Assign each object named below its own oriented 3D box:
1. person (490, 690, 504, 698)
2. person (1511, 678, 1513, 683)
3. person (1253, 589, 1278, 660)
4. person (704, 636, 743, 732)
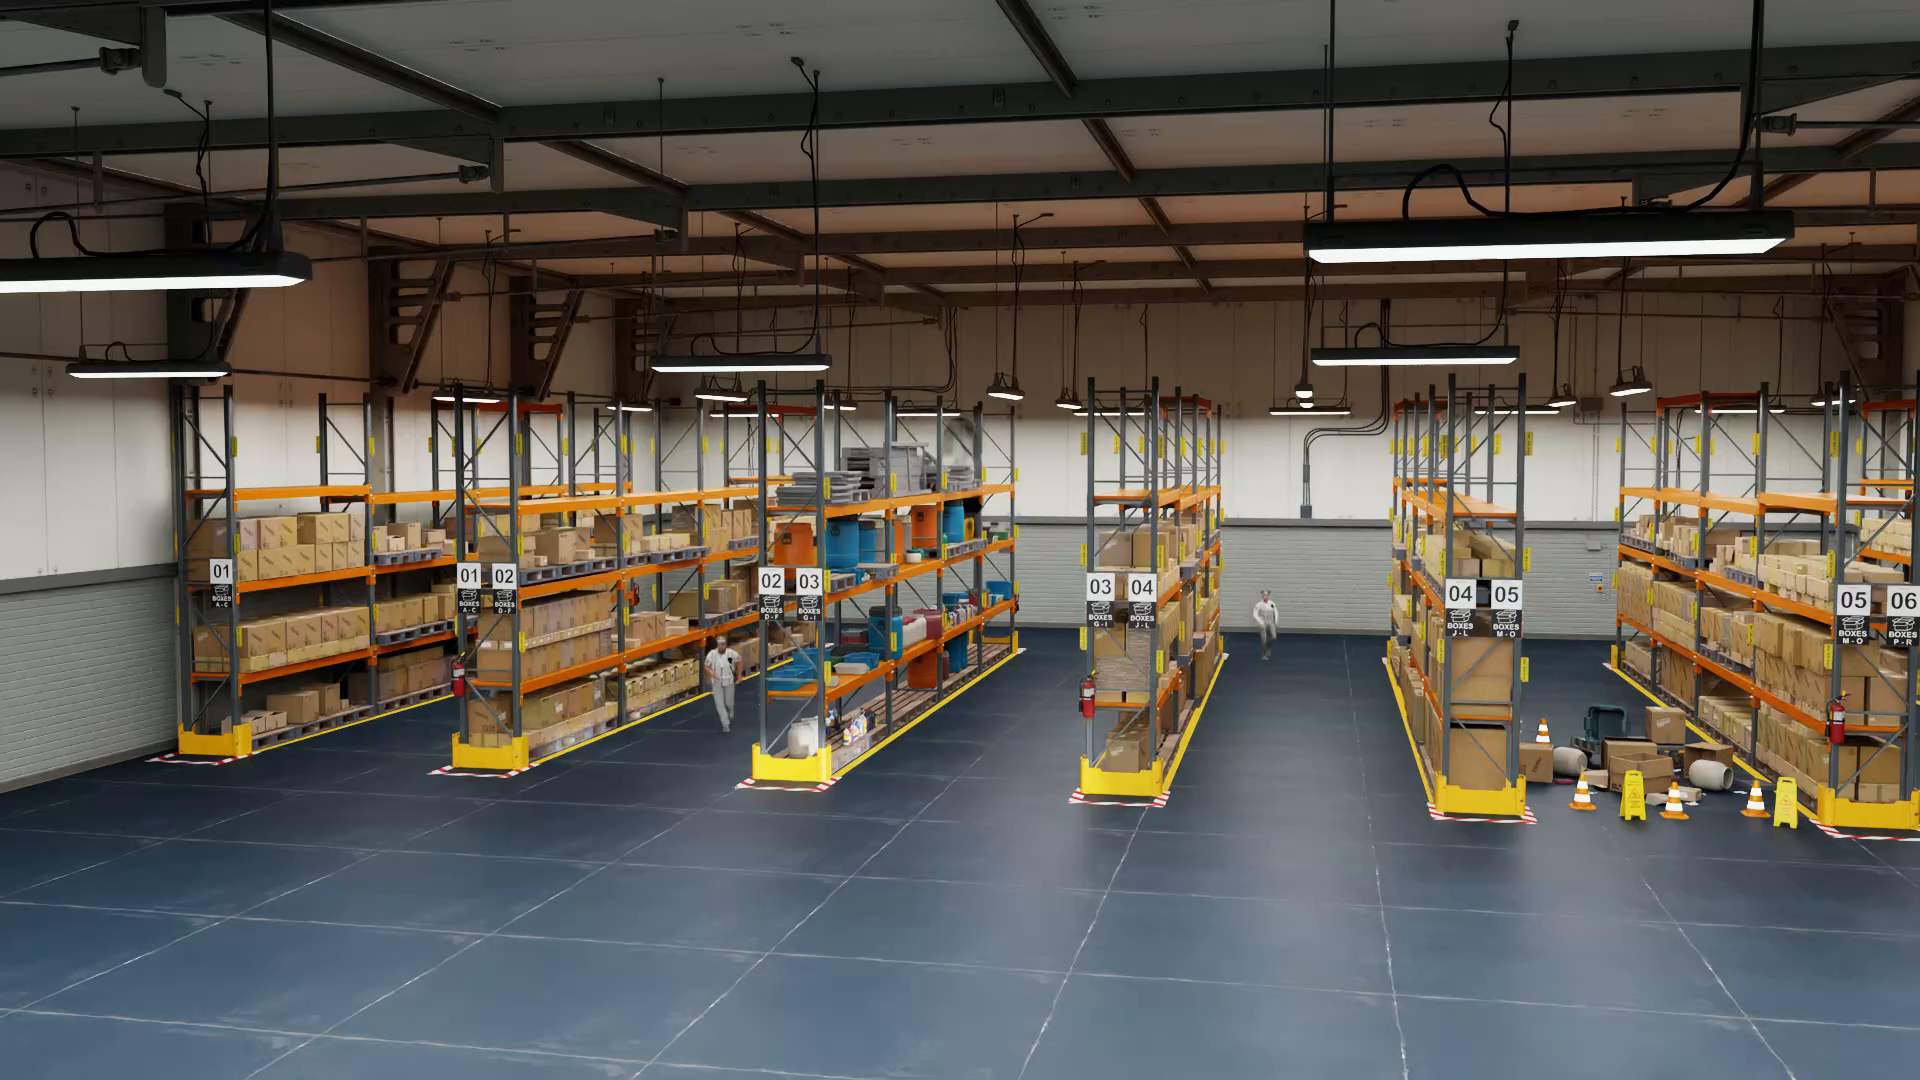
[{"bbox_3d":[-8.108,2.505,29.524,0.636,1.722,0.847,1,3,19],"label":"person"},{"bbox_3d":[11.337,2.272,34.489,0.588,1.668,0.796,0,3,3],"label":"person"},{"bbox_3d":[7.221,1.992,39.085,0.640,1.659,0.528,-1,3,-9],"label":"person"},{"bbox_3d":[-4.166,2.514,29.304,0.649,1.714,0.763,0,3,0],"label":"person"}]
